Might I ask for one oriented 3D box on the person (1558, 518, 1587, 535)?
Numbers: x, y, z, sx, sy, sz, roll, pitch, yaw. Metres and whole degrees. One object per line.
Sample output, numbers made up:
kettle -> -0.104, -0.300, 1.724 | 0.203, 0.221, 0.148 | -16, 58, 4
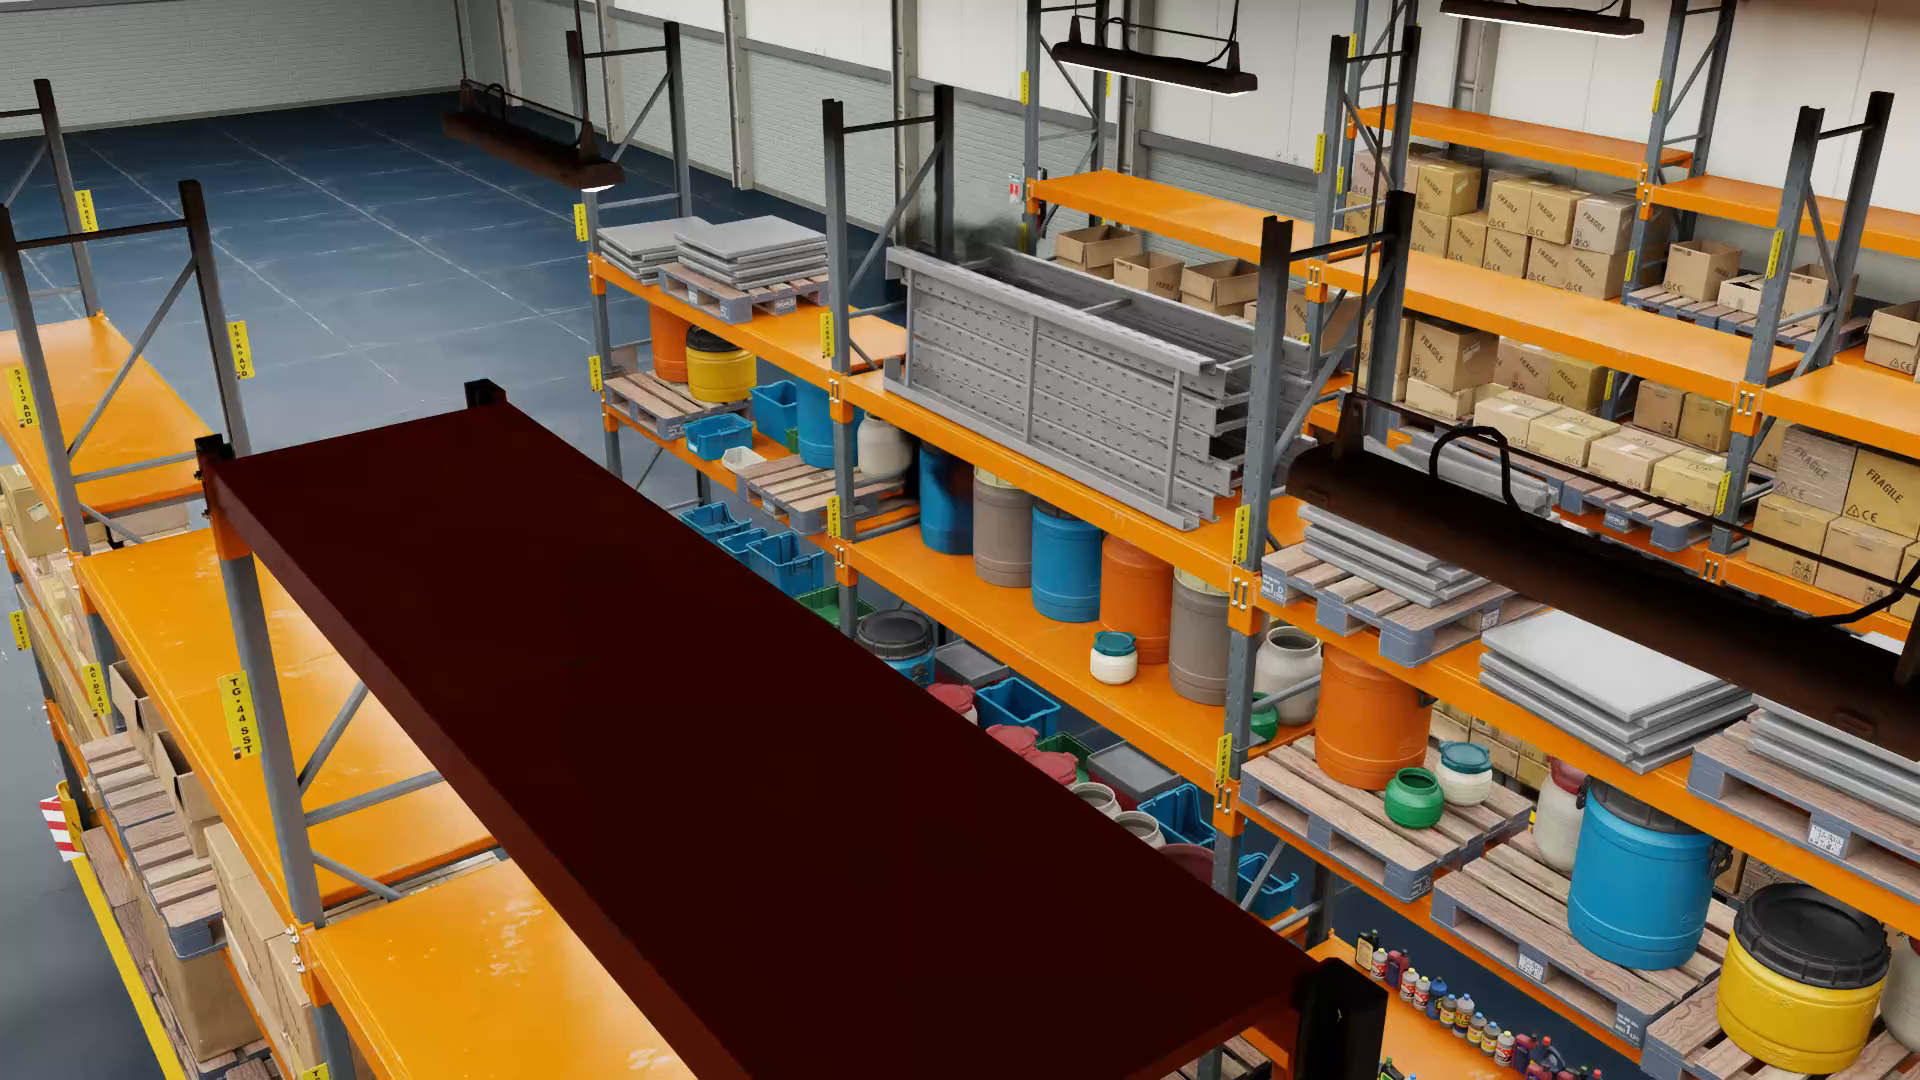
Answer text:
person -> 5.886, 0.254, 16.449 | 0.589, 1.653, 0.528 | -19, 31, -35
